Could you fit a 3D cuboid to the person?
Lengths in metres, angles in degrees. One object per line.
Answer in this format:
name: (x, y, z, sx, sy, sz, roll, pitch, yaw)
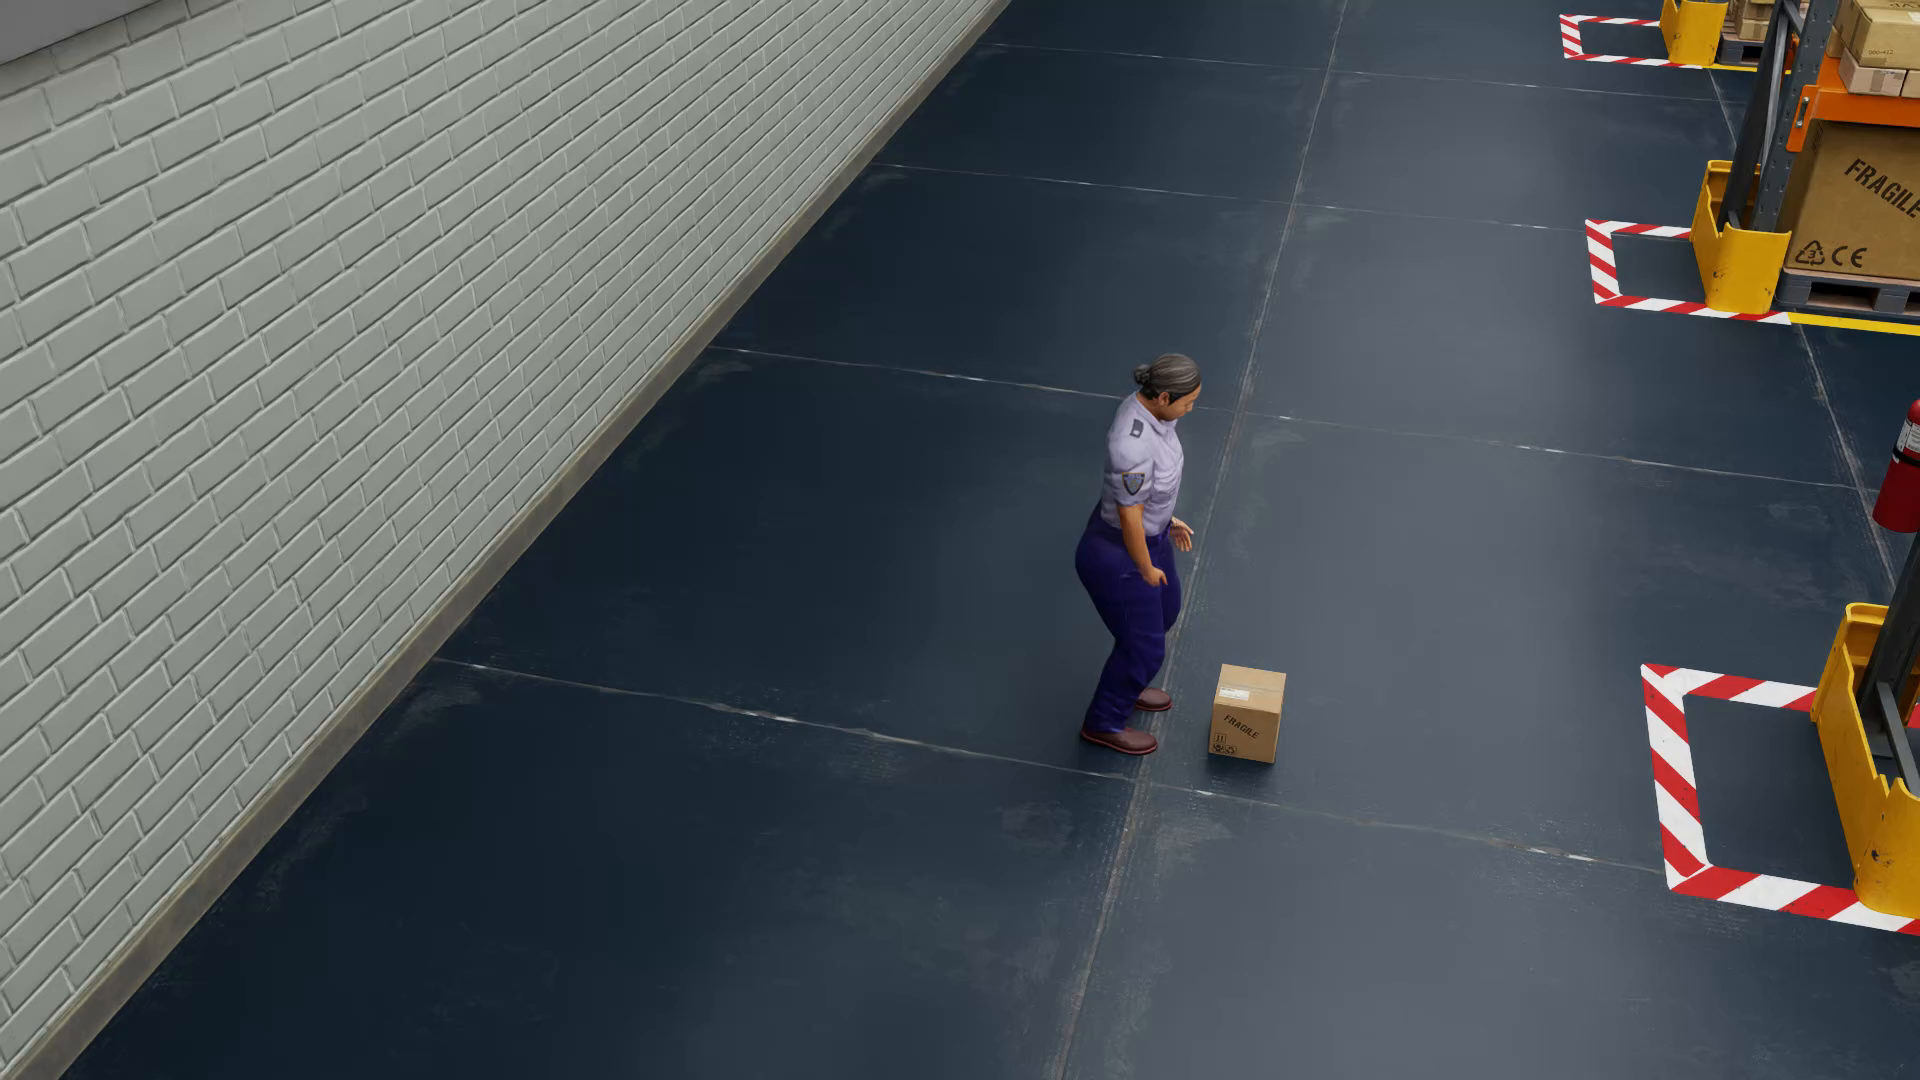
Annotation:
person: (0.644, 0.028, 6.159, 0.391, 1.607, 0.496, 9, 34, 14)
